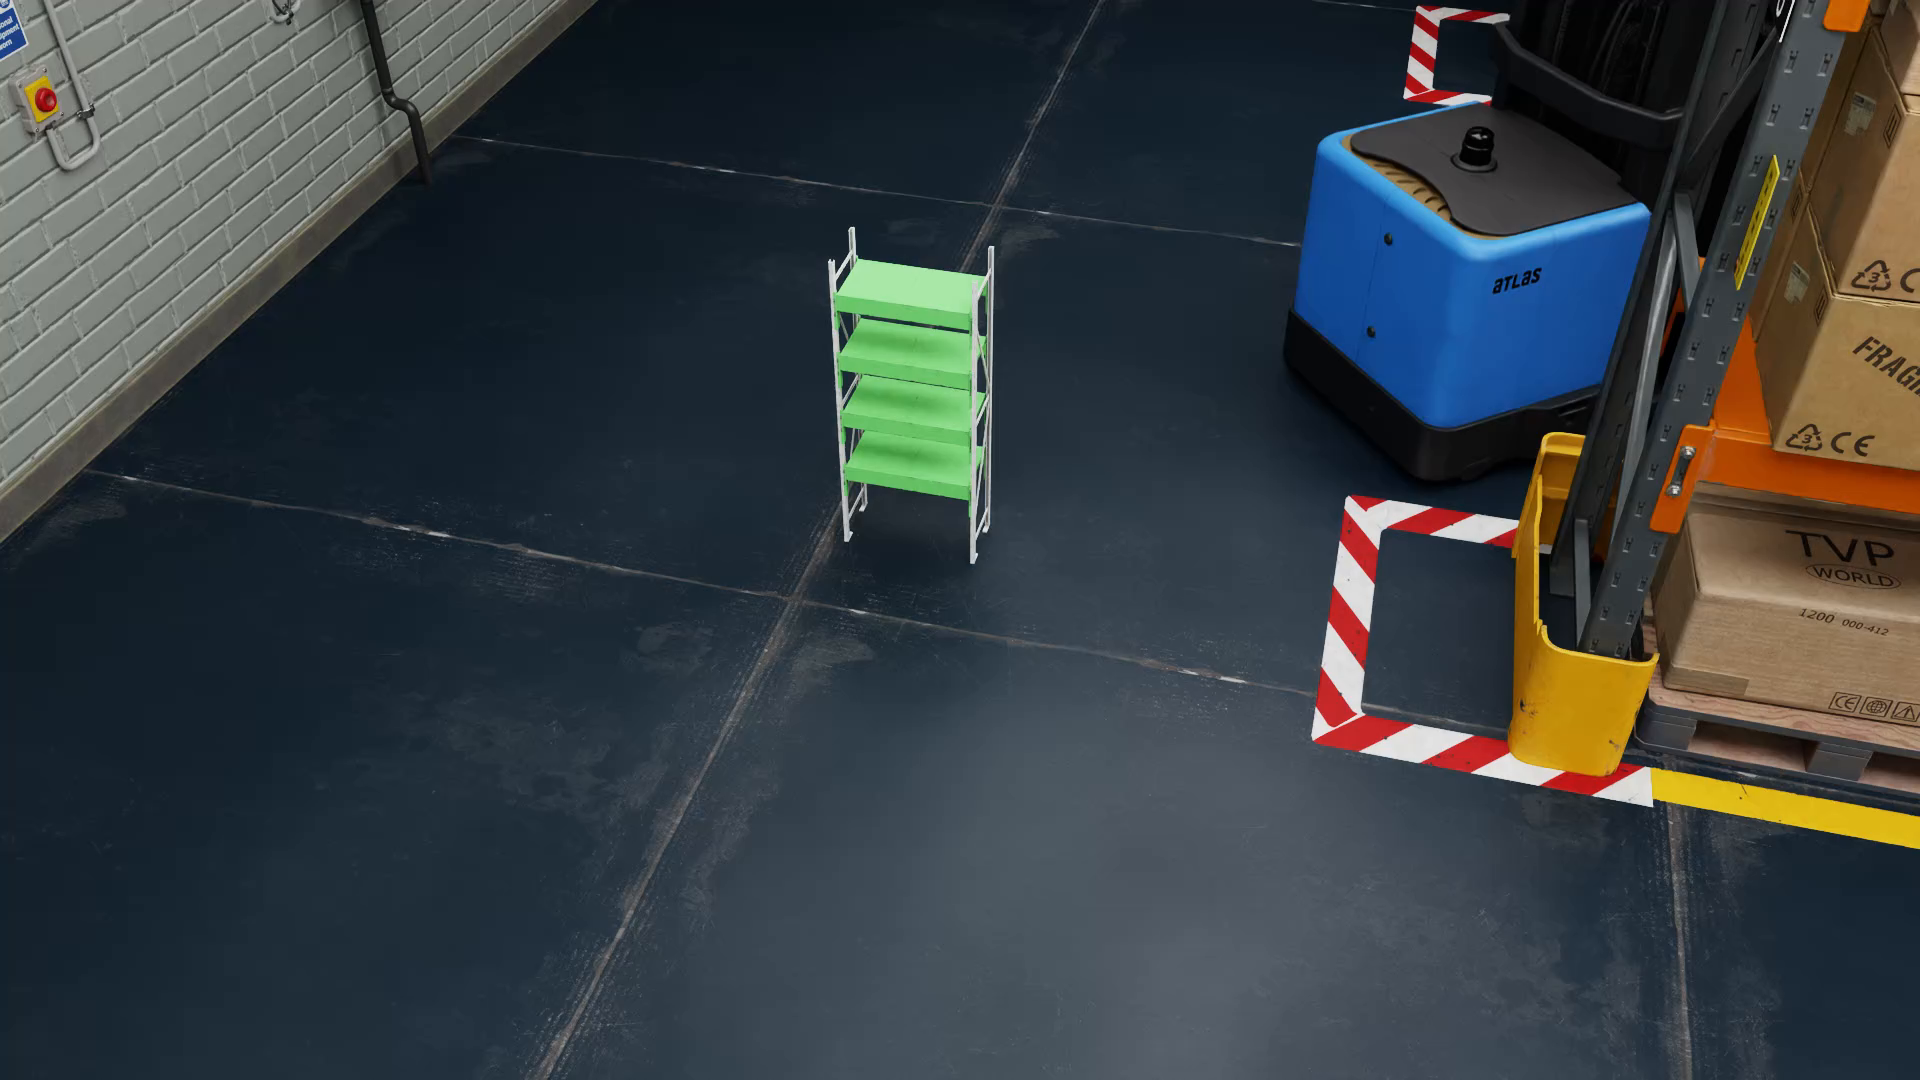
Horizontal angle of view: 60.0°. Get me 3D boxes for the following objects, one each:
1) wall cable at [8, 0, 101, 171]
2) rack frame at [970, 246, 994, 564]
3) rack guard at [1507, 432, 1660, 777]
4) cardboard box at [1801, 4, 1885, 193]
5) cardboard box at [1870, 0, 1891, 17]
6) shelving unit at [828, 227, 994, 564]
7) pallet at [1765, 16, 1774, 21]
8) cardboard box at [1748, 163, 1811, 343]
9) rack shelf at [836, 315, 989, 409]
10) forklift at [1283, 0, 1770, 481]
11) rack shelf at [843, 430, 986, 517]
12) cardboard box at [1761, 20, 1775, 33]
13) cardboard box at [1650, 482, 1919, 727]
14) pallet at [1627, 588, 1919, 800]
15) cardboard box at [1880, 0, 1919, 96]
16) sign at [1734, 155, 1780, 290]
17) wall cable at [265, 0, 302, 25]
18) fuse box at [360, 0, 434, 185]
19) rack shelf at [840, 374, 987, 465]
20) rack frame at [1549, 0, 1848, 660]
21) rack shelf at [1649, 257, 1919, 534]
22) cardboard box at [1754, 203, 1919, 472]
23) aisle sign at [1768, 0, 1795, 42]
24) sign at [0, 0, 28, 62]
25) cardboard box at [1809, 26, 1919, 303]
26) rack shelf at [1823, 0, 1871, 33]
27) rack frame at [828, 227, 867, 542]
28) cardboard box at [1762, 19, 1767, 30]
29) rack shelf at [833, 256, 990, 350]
[{"bbox_3d":[-3.335,-2.088,5.590,0.123,1.953,0.585,10,41,11],"label":"wall cable"},{"bbox_3d":[0.076,-0.446,5.849,0.015,1.200,0.240,10,41,11],"label":"rack frame"},{"bbox_3d":[2.095,0.189,5.637,0.348,0.500,1.175,10,41,11],"label":"rack guard"},{"bbox_3d":[2.646,-1.253,4.555,0.500,0.500,0.500,11,41,13],"label":"cardboard box"},{"bbox_3d":[2.517,-1.499,4.343,0.250,0.149,0.380,10,41,12],"label":"cardboard box"},{"bbox_3d":[-0.160,-0.487,5.897,0.503,1.200,0.258,10,41,11],"label":"shelving unit"},{"bbox_3d":[4.242,-2.636,9.225,1.213,0.211,1.003,10,41,11],"label":"pallet"},{"bbox_3d":[2.653,-0.887,4.896,0.500,0.500,0.500,10,41,12],"label":"cardboard box"},{"bbox_3d":[-0.160,-0.622,5.784,0.480,0.148,0.258,10,41,11],"label":"rack shelf"},{"bbox_3d":[2.931,-1.990,6.340,3.031,2.935,1.130,-17,43,-19],"label":"forklift"},{"bbox_3d":[-0.160,-0.254,6.092,0.480,0.148,0.258,10,41,11],"label":"rack shelf"},{"bbox_3d":[4.365,-2.663,8.978,0.250,0.149,0.380,8,41,10],"label":"cardboard box"},{"bbox_3d":[2.782,0.103,5.460,0.875,0.438,0.875,8,41,10],"label":"cardboard box"},{"bbox_3d":[2.911,0.388,5.624,1.213,0.211,1.003,10,41,11],"label":"pallet"},{"bbox_3d":[2.390,-1.203,3.990,0.250,0.149,0.380,11,41,12],"label":"cardboard box"},{"bbox_3d":[1.969,-0.783,4.115,0.005,0.325,0.100,10,41,11],"label":"sign"},{"bbox_3d":[-2.979,-2.959,6.651,0.122,1.984,0.588,10,41,11],"label":"wall cable"},{"bbox_3d":[-2.651,-2.475,7.866,0.414,1.711,0.539,10,41,11],"label":"fuse box"},{"bbox_3d":[-0.160,-0.438,5.938,0.480,0.148,0.258,10,41,11],"label":"rack shelf"},{"bbox_3d":[2.119,-0.764,4.828,0.127,3.000,1.000,10,41,11],"label":"rack frame"},{"bbox_3d":[4.051,-0.157,4.663,4.000,0.370,1.077,10,41,11],"label":"rack shelf"},{"bbox_3d":[2.508,-0.545,4.488,0.500,0.500,0.500,9,41,11],"label":"cardboard box"},{"bbox_3d":[1.974,-1.592,3.792,0.004,0.787,0.394,10,41,11],"label":"aisle sign"},{"bbox_3d":[-3.406,-1.771,5.816,0.001,0.218,0.327,10,41,11],"label":"sign"},{"bbox_3d":[2.509,-0.929,4.168,0.500,0.500,0.500,9,41,10],"label":"cardboard box"},{"bbox_3d":[4.051,-1.305,3.699,4.000,0.370,1.077,10,41,11],"label":"rack shelf"},{"bbox_3d":[-0.396,-0.528,5.945,0.015,1.200,0.240,10,41,11],"label":"rack frame"},{"bbox_3d":[3.964,-2.893,8.977,0.637,0.503,0.797,8,41,10],"label":"cardboard box"},{"bbox_3d":[-0.160,-0.806,5.629,0.480,0.148,0.258,10,41,11],"label":"rack shelf"}]
